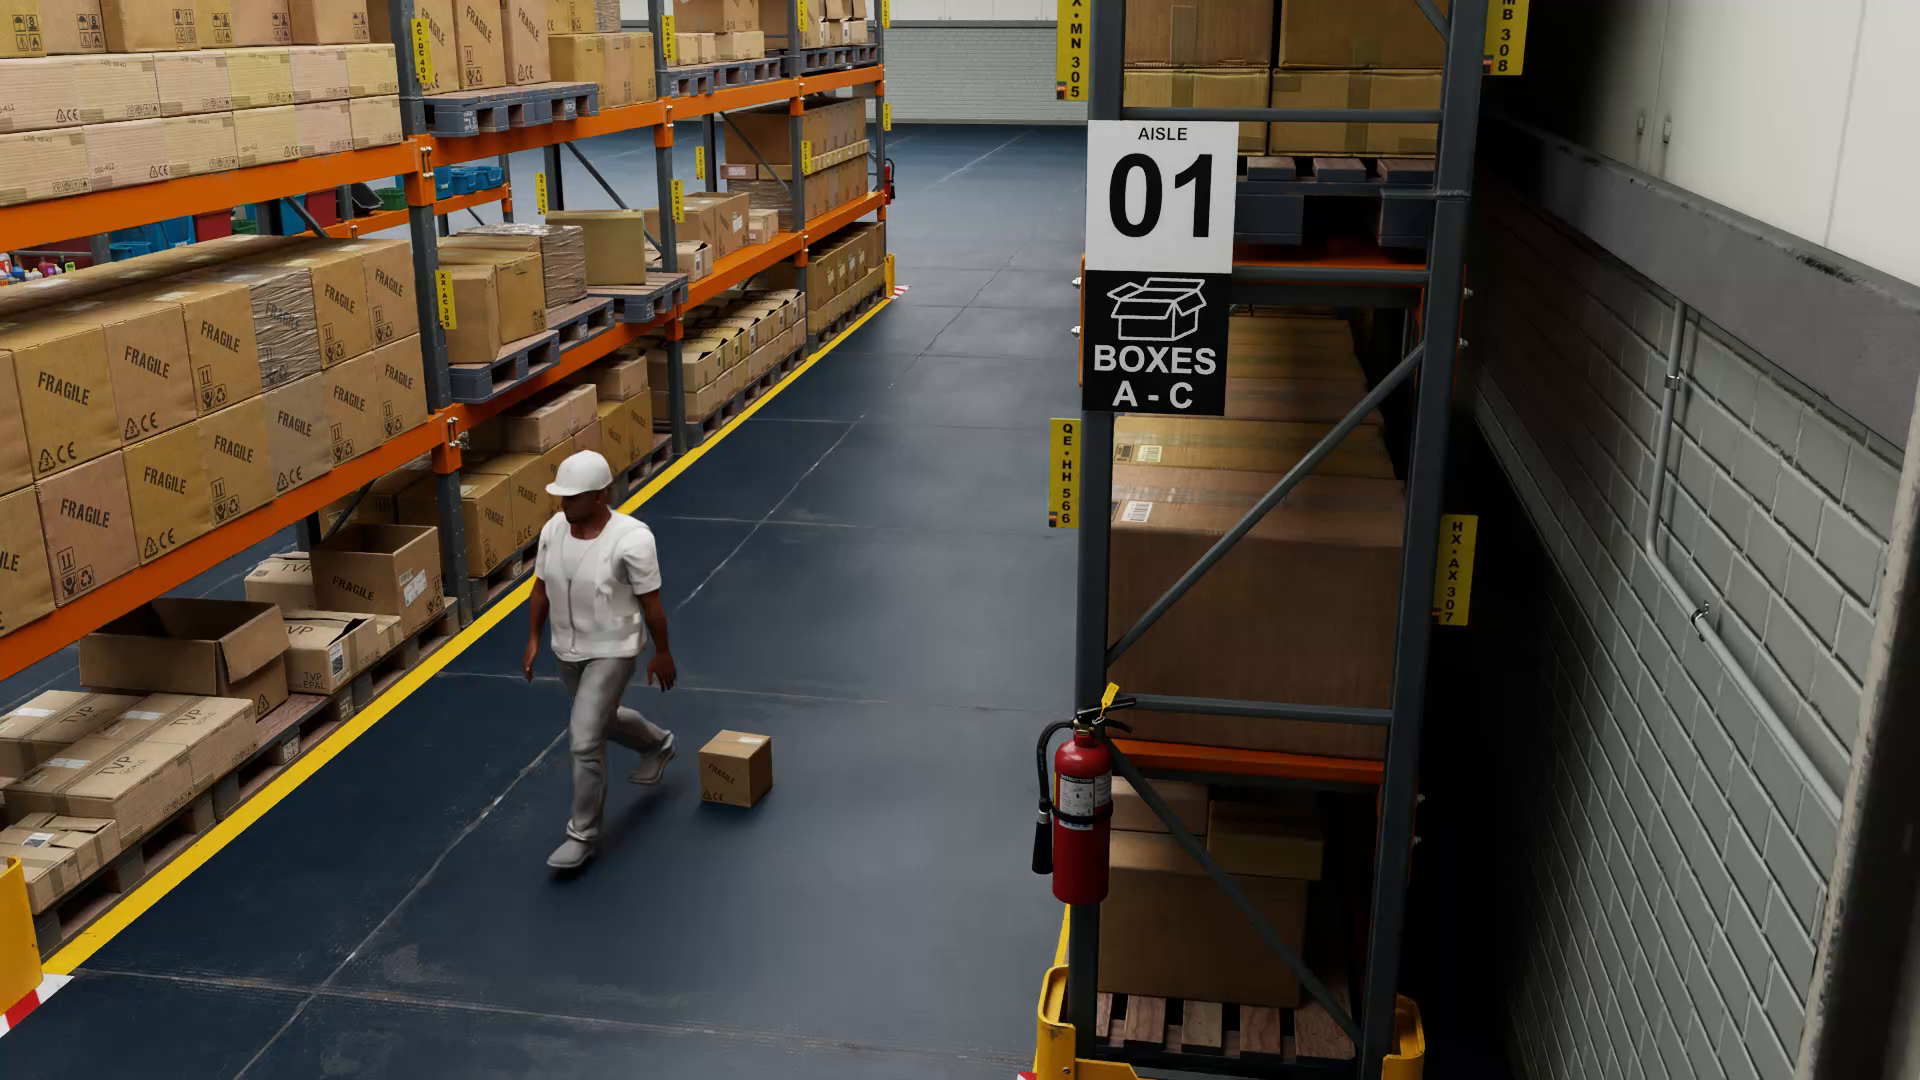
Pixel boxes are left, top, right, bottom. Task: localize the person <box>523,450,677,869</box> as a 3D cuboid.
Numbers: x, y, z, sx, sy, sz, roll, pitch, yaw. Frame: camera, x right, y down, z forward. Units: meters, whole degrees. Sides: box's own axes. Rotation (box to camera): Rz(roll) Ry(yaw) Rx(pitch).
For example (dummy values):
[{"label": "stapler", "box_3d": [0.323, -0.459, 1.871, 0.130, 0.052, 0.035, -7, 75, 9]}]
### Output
[{"label": "person", "box_3d": [-1.564, 0.447, 7.132, 0.627, 1.730, 1.014, 10, 20, 28]}]
